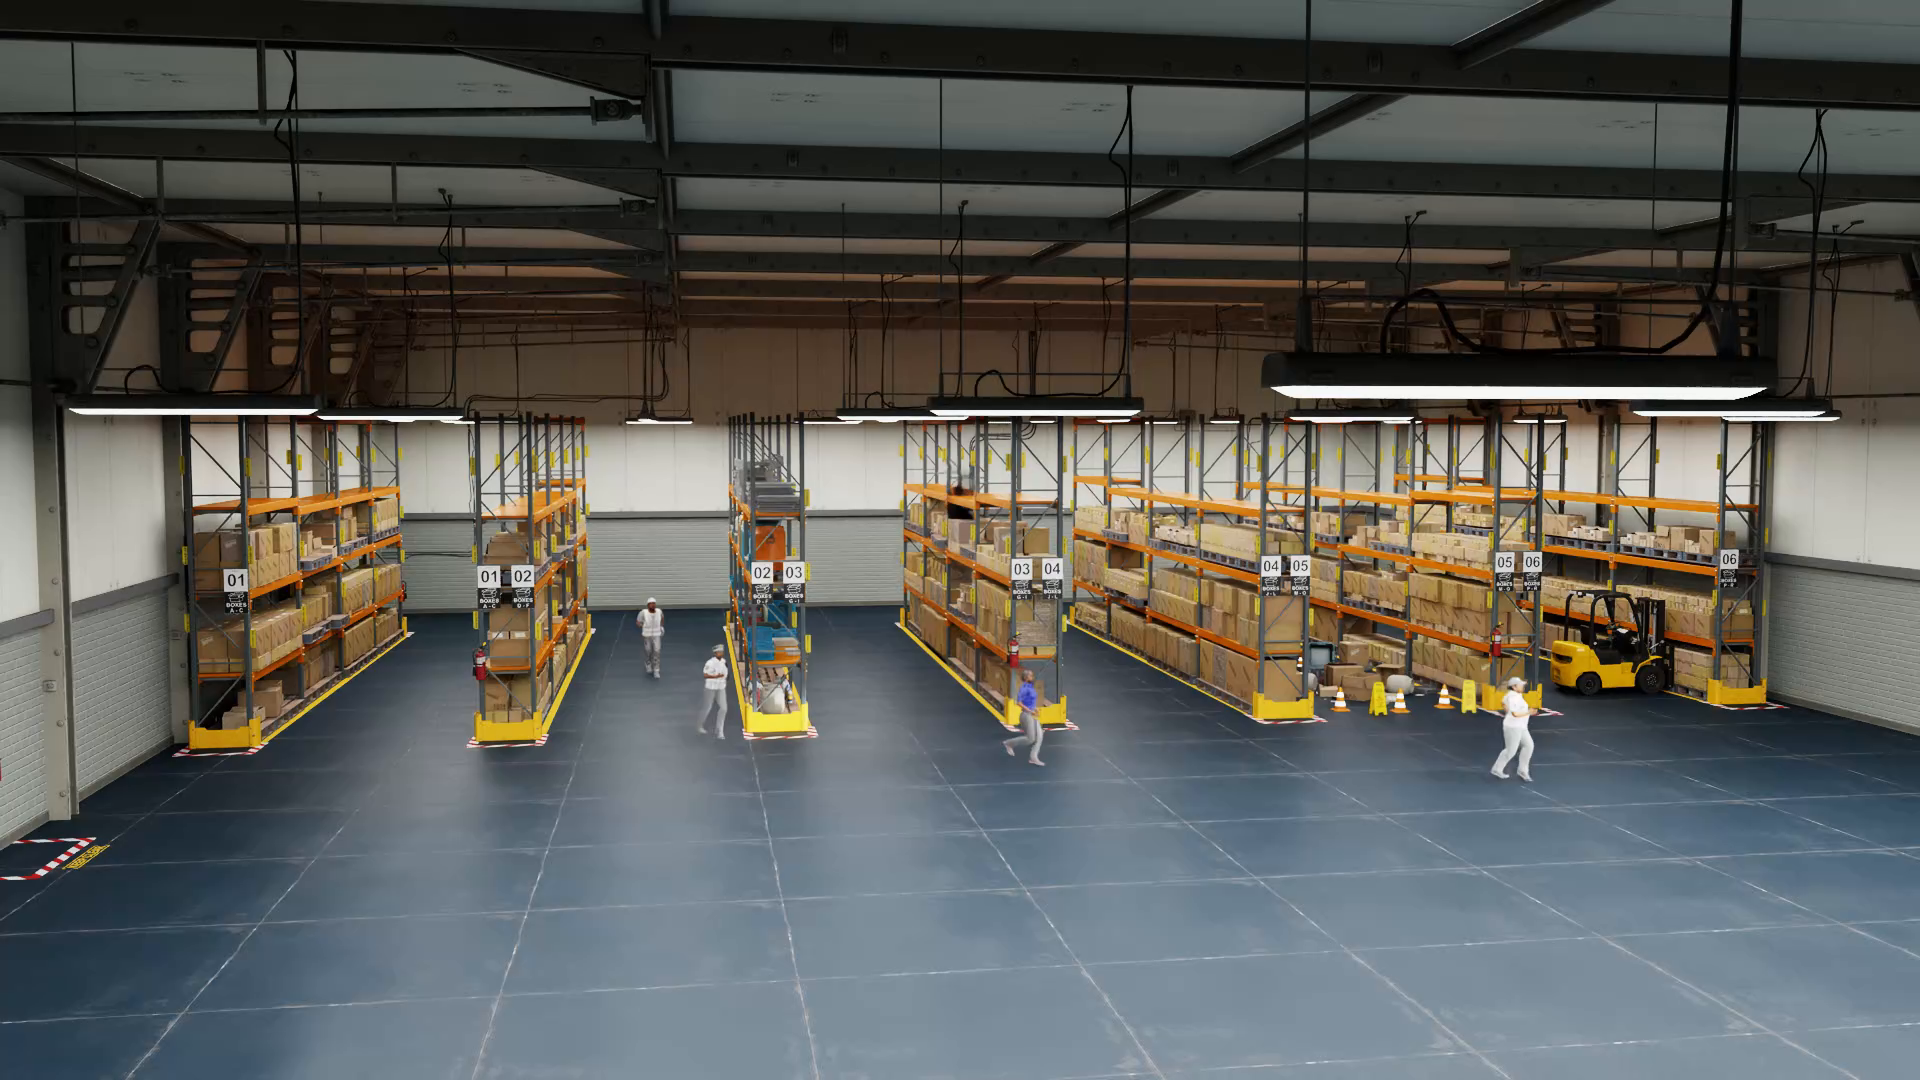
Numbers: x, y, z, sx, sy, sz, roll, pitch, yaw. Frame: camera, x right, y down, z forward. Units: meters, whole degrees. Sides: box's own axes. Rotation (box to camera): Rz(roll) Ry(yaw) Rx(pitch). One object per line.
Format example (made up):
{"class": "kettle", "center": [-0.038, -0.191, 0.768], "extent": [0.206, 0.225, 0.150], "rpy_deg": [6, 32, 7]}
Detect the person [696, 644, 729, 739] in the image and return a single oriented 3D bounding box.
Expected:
{"class": "person", "center": [-4.547, 2.793, 30.787], "extent": [0.554, 1.756, 0.749], "rpy_deg": [-3, 5, -41]}

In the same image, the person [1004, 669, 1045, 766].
{"class": "person", "center": [1.107, 3.050, 28.218], "extent": [0.711, 1.551, 0.555], "rpy_deg": [1, 4, 18]}

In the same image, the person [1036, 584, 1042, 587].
{"class": "person", "center": [2.141, 1.659, 47.569], "extent": [0.613, 1.753, 0.722], "rpy_deg": [0, 4, 1]}

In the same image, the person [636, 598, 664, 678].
{"class": "person", "center": [-7.094, 2.219, 38.176], "extent": [0.663, 1.801, 0.923], "rpy_deg": [-1, 4, -16]}

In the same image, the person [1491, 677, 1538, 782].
{"class": "person", "center": [8.958, 3.069, 26.840], "extent": [0.708, 1.719, 0.585], "rpy_deg": [2, 4, 27]}
